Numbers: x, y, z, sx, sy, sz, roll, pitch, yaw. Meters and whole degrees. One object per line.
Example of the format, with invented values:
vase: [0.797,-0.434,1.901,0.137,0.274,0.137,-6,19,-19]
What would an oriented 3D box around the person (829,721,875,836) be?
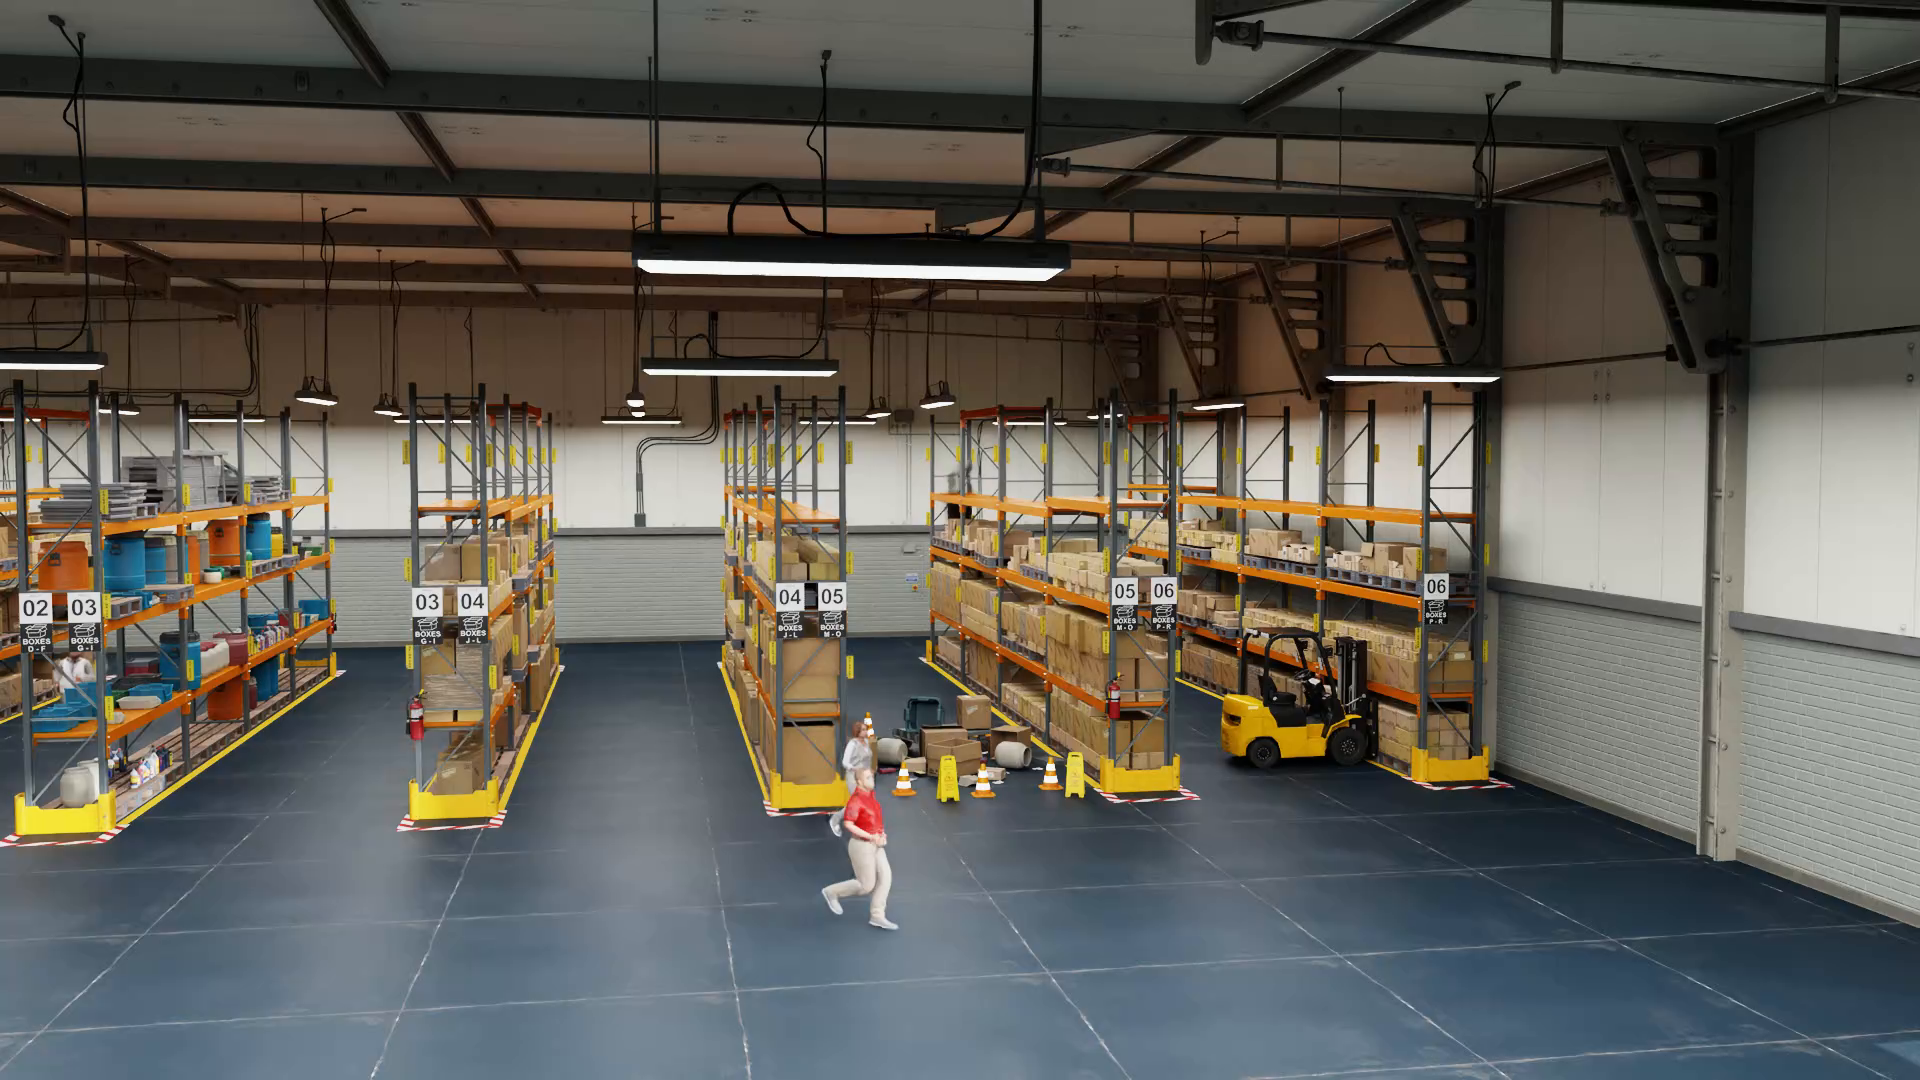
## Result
person: [-1.343,3.125,21.470,0.732,1.600,0.565,2,3,34]

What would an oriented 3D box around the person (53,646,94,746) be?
person: [-15.363,2.657,28.836,0.638,1.790,0.686,-1,3,-27]

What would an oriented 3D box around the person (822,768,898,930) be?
person: [-1.045,3.271,17.669,0.816,1.717,0.663,1,3,17]
